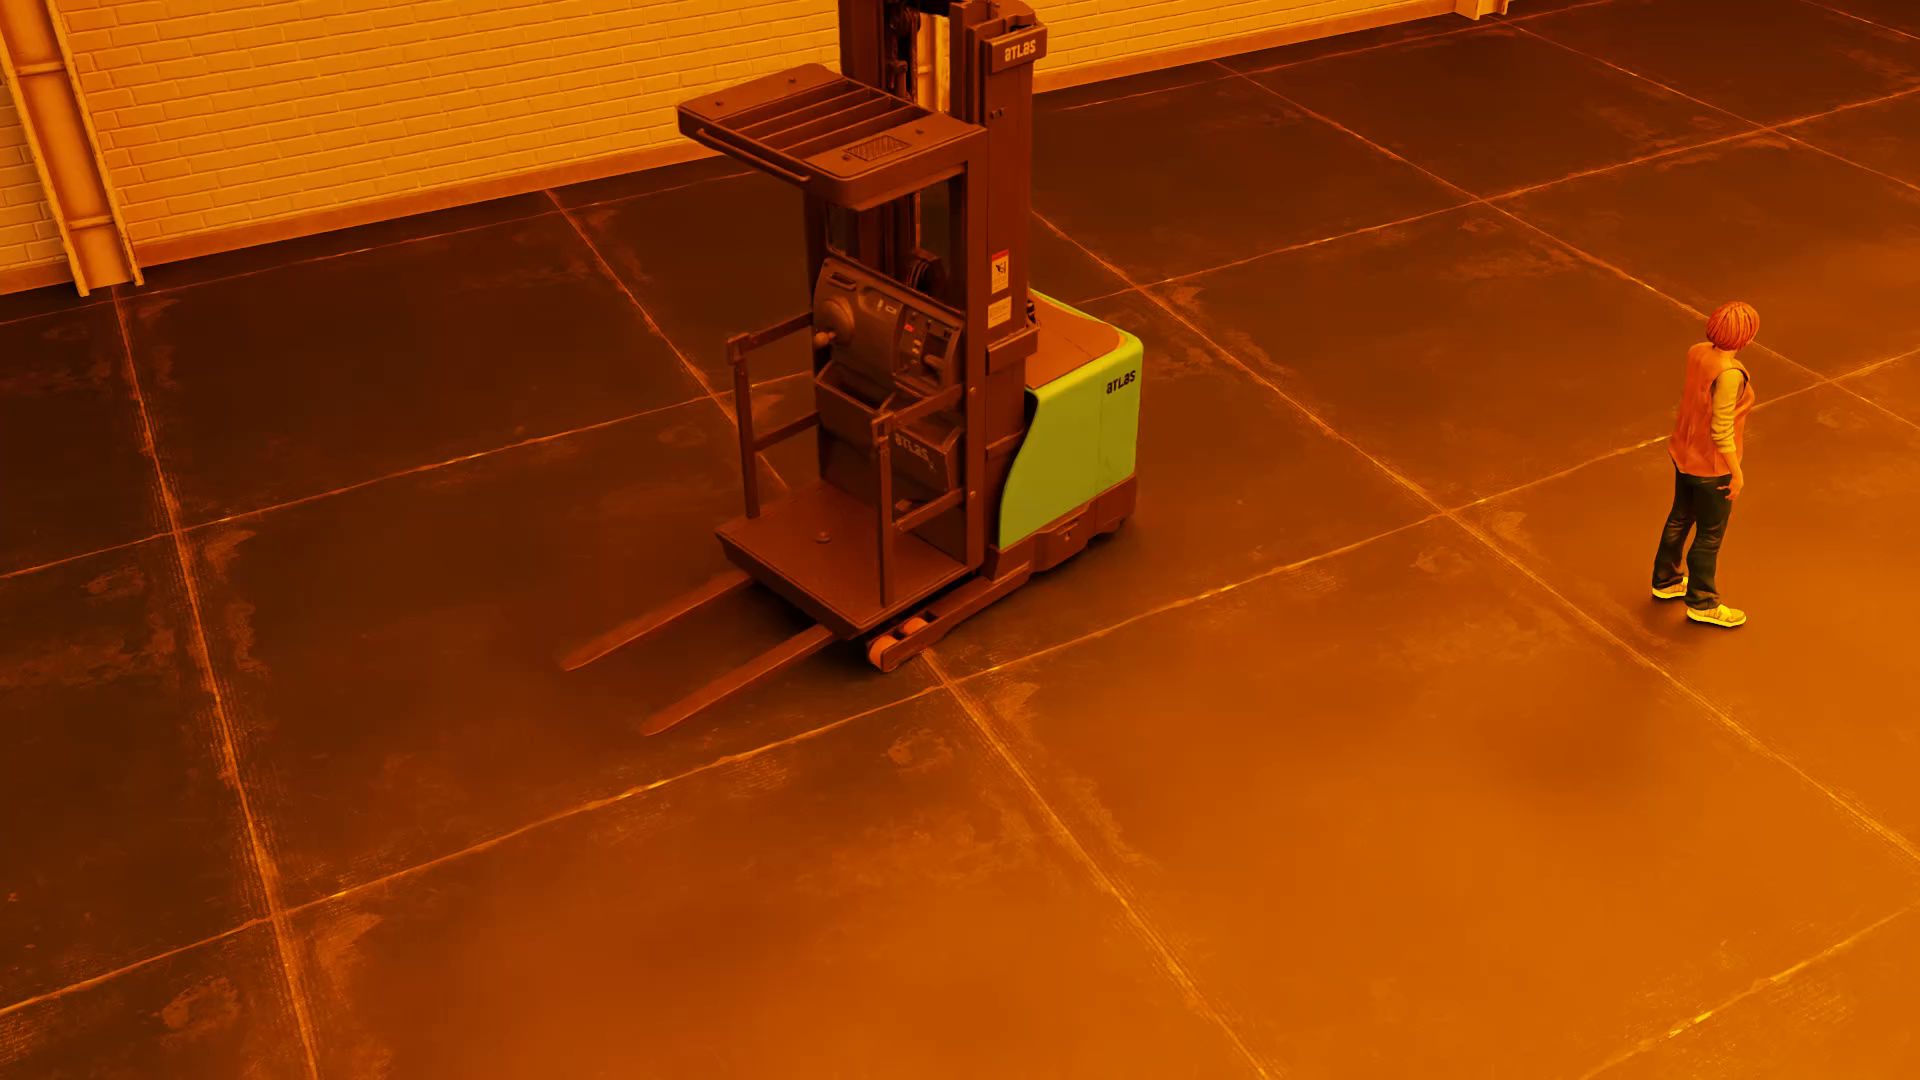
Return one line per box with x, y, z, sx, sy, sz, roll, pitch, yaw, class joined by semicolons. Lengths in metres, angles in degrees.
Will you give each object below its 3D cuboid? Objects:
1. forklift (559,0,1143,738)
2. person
-0.487;-0.920;7.425;3.031;2.935;1.130;-29;45;-35;forklift
3.567;-0.372;7.792;0.473;1.599;0.519;-1;35;-2;person
